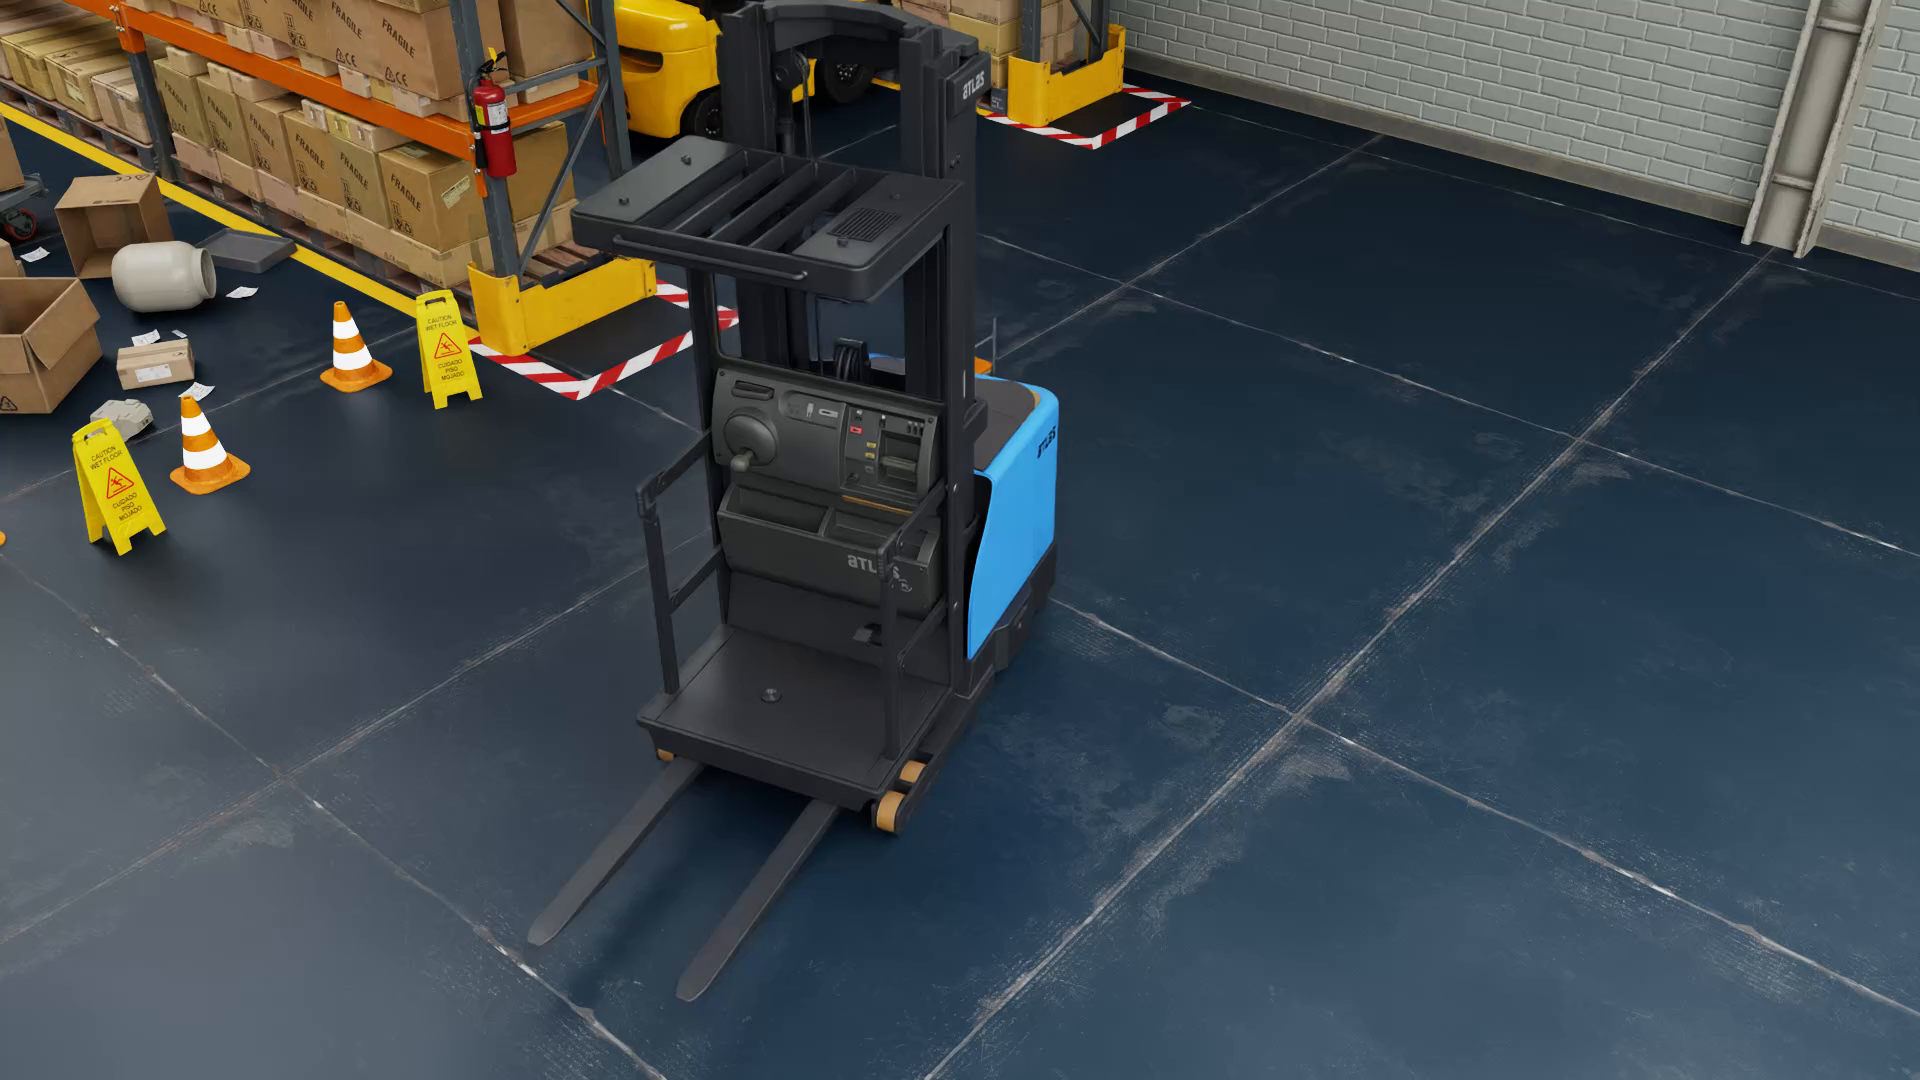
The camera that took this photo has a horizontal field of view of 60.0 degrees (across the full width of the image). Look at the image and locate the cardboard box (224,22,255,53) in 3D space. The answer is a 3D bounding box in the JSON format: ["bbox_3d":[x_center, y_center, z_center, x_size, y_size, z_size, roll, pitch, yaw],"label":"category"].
[{"bbox_3d":[-4.400,-3.219,10.509,0.250,0.149,0.380,25,42,32],"label":"cardboard box"}]

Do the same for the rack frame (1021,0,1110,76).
[{"bbox_3d":[0.833,-4.756,12.525,0.127,3.000,1.000,25,42,32],"label":"rack frame"}]

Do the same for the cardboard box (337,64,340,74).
[{"bbox_3d":[-3.537,-2.913,10.064,0.250,0.149,0.380,26,42,32],"label":"cardboard box"}]

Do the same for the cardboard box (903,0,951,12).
[{"bbox_3d":[-0.117,-4.421,13.212,0.500,0.250,0.500,26,42,33],"label":"cardboard box"}]

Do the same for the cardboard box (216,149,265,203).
[{"bbox_3d":[-4.716,-2.564,11.391,0.500,0.250,0.500,28,43,34],"label":"cardboard box"}]

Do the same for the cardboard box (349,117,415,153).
[{"bbox_3d":[-3.448,-2.491,10.051,0.250,0.149,0.380,27,43,33],"label":"cardboard box"}]

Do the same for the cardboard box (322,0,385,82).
[{"bbox_3d":[-3.315,-3.019,9.645,0.500,0.500,0.500,25,42,32],"label":"cardboard box"}]

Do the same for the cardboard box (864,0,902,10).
[{"bbox_3d":[-0.530,-4.406,13.632,0.500,0.250,0.500,24,41,31],"label":"cardboard box"}]

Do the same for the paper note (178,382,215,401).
[{"bbox_3d":[-4.340,-0.847,9.457,0.142,0.019,0.148,12,36,16],"label":"paper note"}]

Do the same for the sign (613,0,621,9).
[{"bbox_3d":[-1.993,-3.188,9.477,0.005,0.325,0.100,25,42,32],"label":"sign"}]

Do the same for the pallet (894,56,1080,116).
[{"bbox_3d":[0.219,-3.865,13.691,1.213,0.211,1.003,25,42,32],"label":"pallet"}]

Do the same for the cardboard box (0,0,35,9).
[{"bbox_3d":[-8.060,-4.373,13.919,0.625,0.372,0.950,22,40,29],"label":"cardboard box"}]

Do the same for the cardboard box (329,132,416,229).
[{"bbox_3d":[-3.526,-2.308,10.356,0.500,0.500,0.500,27,43,33],"label":"cardboard box"}]

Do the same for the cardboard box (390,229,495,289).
[{"bbox_3d":[-3.152,-1.819,10.307,0.500,0.250,0.500,25,42,32],"label":"cardboard box"}]

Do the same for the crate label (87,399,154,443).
[{"bbox_3d":[-4.589,-0.661,9.091,0.298,0.136,0.250,6,35,8],"label":"crate label"}]

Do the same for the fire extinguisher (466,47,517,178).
[{"bbox_3d":[-2.547,-2.321,9.048,0.183,0.674,0.296,25,42,32],"label":"fire extinguisher"}]

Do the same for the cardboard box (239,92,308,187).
[{"bbox_3d":[-4.317,-2.684,10.904,0.500,0.500,0.500,28,43,34],"label":"cardboard box"}]

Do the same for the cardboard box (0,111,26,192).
[{"bbox_3d":[-6.530,-2.540,10.838,0.500,0.500,0.500,25,42,32],"label":"cardboard box"}]

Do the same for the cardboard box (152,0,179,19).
[{"bbox_3d":[-5.150,-3.617,11.090,0.250,0.149,0.380,27,43,33],"label":"cardboard box"}]

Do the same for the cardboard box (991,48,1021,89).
[{"bbox_3d":[0.270,-3.828,13.232,0.500,0.250,0.500,26,42,32],"label":"cardboard box"}]

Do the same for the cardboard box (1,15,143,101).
[{"bbox_3d":[-6.909,-3.832,13.131,0.625,0.372,0.950,27,43,33],"label":"cardboard box"}]

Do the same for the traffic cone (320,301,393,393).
[{"bbox_3d":[-3.496,-1.143,9.506,0.334,0.463,0.336,25,42,32],"label":"traffic cone"}]

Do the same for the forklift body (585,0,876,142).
[{"bbox_3d":[-1.791,-4.299,12.610,1.214,2.155,2.313,25,42,32],"label":"forklift body"}]

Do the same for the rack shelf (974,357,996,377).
[{"bbox_3d":[0.017,-0.761,7.740,0.180,0.103,0.258,24,41,30],"label":"rack shelf"}]

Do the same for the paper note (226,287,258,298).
[{"bbox_3d":[-4.534,-1.569,10.508,0.148,0.019,0.142,12,36,16],"label":"paper note"}]

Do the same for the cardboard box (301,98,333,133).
[{"bbox_3d":[-3.840,-2.680,10.325,0.250,0.149,0.380,27,43,34],"label":"cardboard box"}]

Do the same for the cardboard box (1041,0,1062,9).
[{"bbox_3d":[0.585,-4.464,13.275,0.500,0.250,0.500,25,41,31],"label":"cardboard box"}]

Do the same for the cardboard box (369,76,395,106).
[{"bbox_3d":[-3.213,-2.679,9.724,0.250,0.149,0.380,24,41,31],"label":"cardboard box"}]

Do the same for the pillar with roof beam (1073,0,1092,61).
[{"bbox_3d":[-1.880,-6.000,9.038,0.400,9.000,9.100,25,42,32],"label":"pillar with roof beam"}]

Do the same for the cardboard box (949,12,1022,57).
[{"bbox_3d":[0.259,-4.042,13.102,0.500,0.250,0.500,25,41,31],"label":"cardboard box"}]

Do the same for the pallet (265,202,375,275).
[{"bbox_3d":[-3.933,-2.224,11.303,1.213,0.211,1.003,25,42,32],"label":"pallet"}]

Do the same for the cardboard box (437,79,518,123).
[{"bbox_3d":[-2.764,-2.534,9.511,0.250,0.149,0.380,27,43,33],"label":"cardboard box"}]

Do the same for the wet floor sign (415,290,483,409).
[{"bbox_3d":[-2.879,-1.090,9.267,0.267,0.644,0.232,-18,38,-25],"label":"wet floor sign"}]

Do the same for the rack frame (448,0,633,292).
[{"bbox_3d":[-2.340,-2.595,9.379,0.127,3.000,1.000,25,42,32],"label":"rack frame"}]

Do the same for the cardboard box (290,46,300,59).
[{"bbox_3d":[-3.926,-3.096,10.330,0.250,0.149,0.380,25,42,32],"label":"cardboard box"}]

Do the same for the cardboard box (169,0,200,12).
[{"bbox_3d":[-4.854,-3.755,10.717,0.500,0.500,0.500,25,42,32],"label":"cardboard box"}]

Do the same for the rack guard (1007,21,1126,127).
[{"bbox_3d":[0.852,-3.717,13.220,0.348,0.500,1.175,25,42,32],"label":"rack guard"}]

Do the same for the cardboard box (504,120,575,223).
[{"bbox_3d":[-2.802,-2.364,10.439,0.500,0.500,0.500,24,41,30],"label":"cardboard box"}]

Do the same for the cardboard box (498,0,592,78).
[{"bbox_3d":[-2.526,-3.051,9.692,0.500,0.500,0.500,25,41,31],"label":"cardboard box"}]

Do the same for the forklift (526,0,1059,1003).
[{"bbox_3d":[-0.605,-0.330,6.142,1.130,2.935,3.031,14,37,19],"label":"forklift"}]

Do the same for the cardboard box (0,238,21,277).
[{"bbox_3d":[-6.034,-1.491,9.857,0.503,0.637,0.797,25,42,32],"label":"cardboard box"}]

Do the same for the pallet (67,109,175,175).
[{"bbox_3d":[-6.013,-3.175,12.687,1.213,0.211,1.003,25,42,32],"label":"pallet"}]

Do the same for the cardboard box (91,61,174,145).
[{"bbox_3d":[-5.819,-3.322,12.388,0.625,0.372,0.950,26,42,32],"label":"cardboard box"}]

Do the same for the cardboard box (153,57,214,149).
[{"bbox_3d":[-5.133,-3.061,11.453,0.500,0.500,0.500,27,43,34],"label":"cardboard box"}]

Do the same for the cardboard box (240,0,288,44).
[{"bbox_3d":[-4.075,-3.393,10.190,0.500,0.500,0.500,26,42,32],"label":"cardboard box"}]

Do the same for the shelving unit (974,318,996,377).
[{"bbox_3d":[0.017,-0.501,7.919,0.189,1.200,0.258,24,41,30],"label":"shelving unit"}]

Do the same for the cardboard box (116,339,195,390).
[{"bbox_3d":[-4.639,-1.015,9.597,0.380,0.149,0.250,-12,36,-17],"label":"cardboard box"}]

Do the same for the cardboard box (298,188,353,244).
[{"bbox_3d":[-3.932,-2.188,10.845,0.500,0.250,0.500,24,41,30],"label":"cardboard box"}]

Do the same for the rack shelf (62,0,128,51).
[{"bbox_3d":[-6.951,-4.471,12.747,4.000,0.370,1.077,25,42,32],"label":"rack shelf"}]

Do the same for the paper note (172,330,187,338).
[{"bbox_3d":[-4.721,-1.247,10.057,0.123,0.001,0.032,25,42,32],"label":"paper note"}]

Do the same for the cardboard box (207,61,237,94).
[{"bbox_3d":[-4.680,-3.072,10.896,0.250,0.149,0.380,27,43,33],"label":"cardboard box"}]

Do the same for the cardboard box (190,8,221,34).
[{"bbox_3d":[-4.758,-3.430,10.816,0.250,0.149,0.380,27,43,33],"label":"cardboard box"}]
